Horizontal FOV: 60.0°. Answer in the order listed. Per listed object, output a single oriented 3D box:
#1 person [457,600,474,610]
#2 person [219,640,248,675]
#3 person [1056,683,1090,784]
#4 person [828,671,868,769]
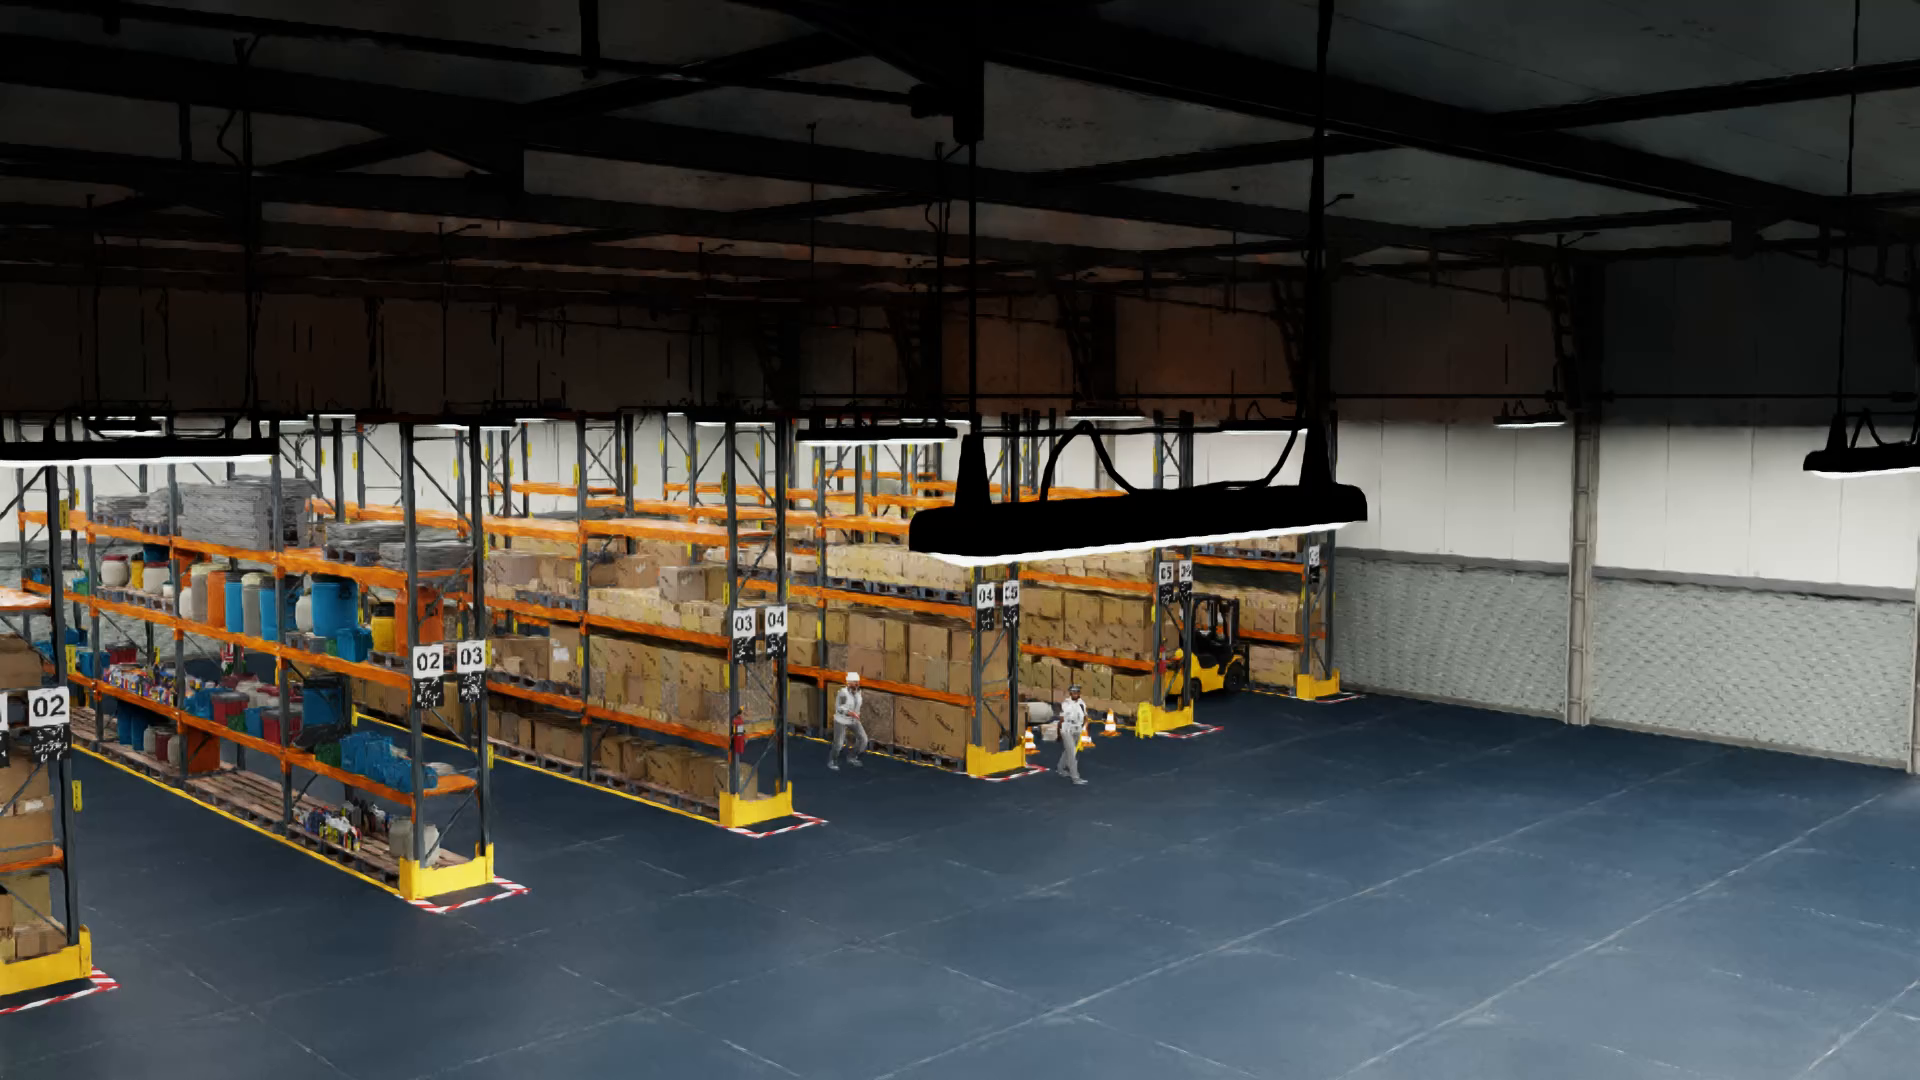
[{"bbox_3d":[-12.766,1.731,43.276,0.620,1.720,0.973,-2,5,-22],"label":"person"},{"bbox_3d":[-14.988,2.483,34.339,0.553,1.709,1.117,-5,7,-42],"label":"person"},{"bbox_3d":[1.863,3.142,27.280,0.443,1.614,1.000,-4,6,-36],"label":"person"},{"bbox_3d":[-1.872,3.048,28.130,0.665,1.702,0.810,-4,6,-39],"label":"person"}]
